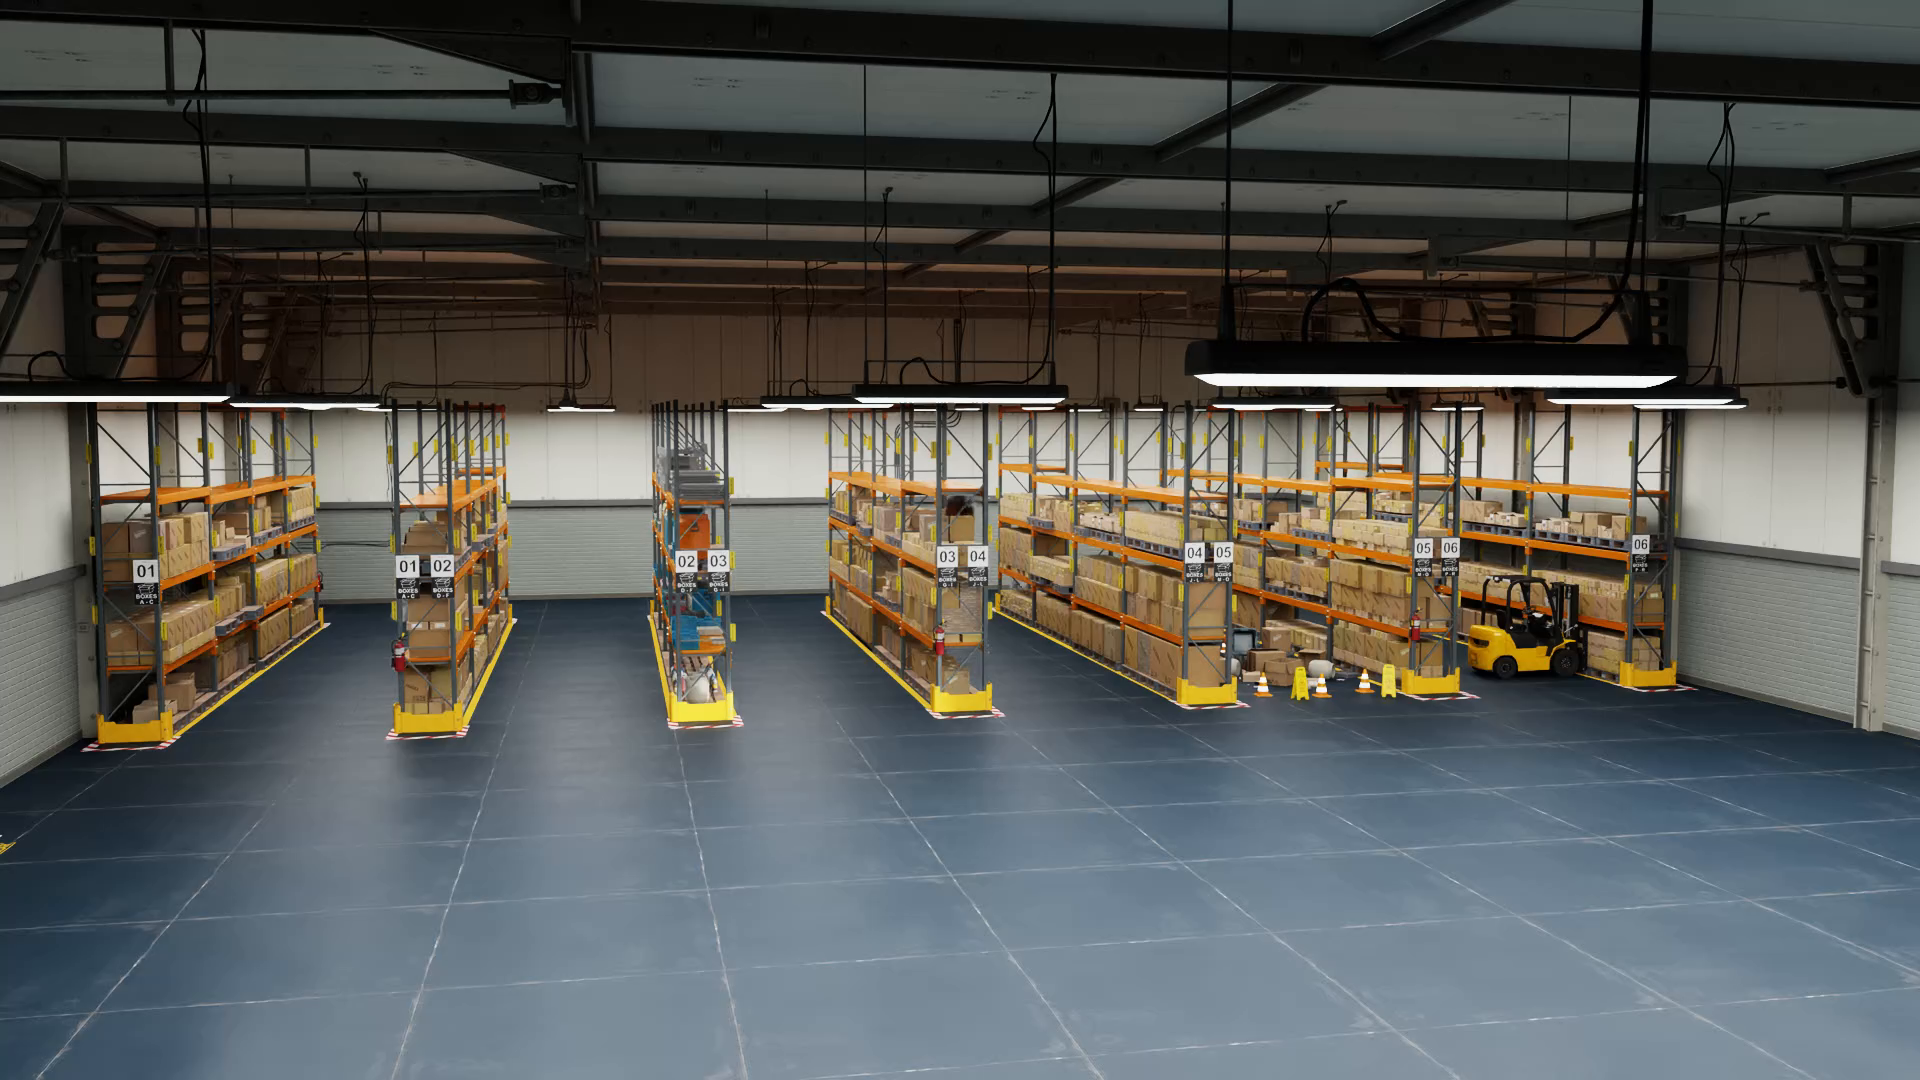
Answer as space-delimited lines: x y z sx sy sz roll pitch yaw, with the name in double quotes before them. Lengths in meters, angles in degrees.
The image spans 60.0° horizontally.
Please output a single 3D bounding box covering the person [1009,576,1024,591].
"person" 1.719 1.083 49.833 0.654 1.793 0.421 4 6 42
